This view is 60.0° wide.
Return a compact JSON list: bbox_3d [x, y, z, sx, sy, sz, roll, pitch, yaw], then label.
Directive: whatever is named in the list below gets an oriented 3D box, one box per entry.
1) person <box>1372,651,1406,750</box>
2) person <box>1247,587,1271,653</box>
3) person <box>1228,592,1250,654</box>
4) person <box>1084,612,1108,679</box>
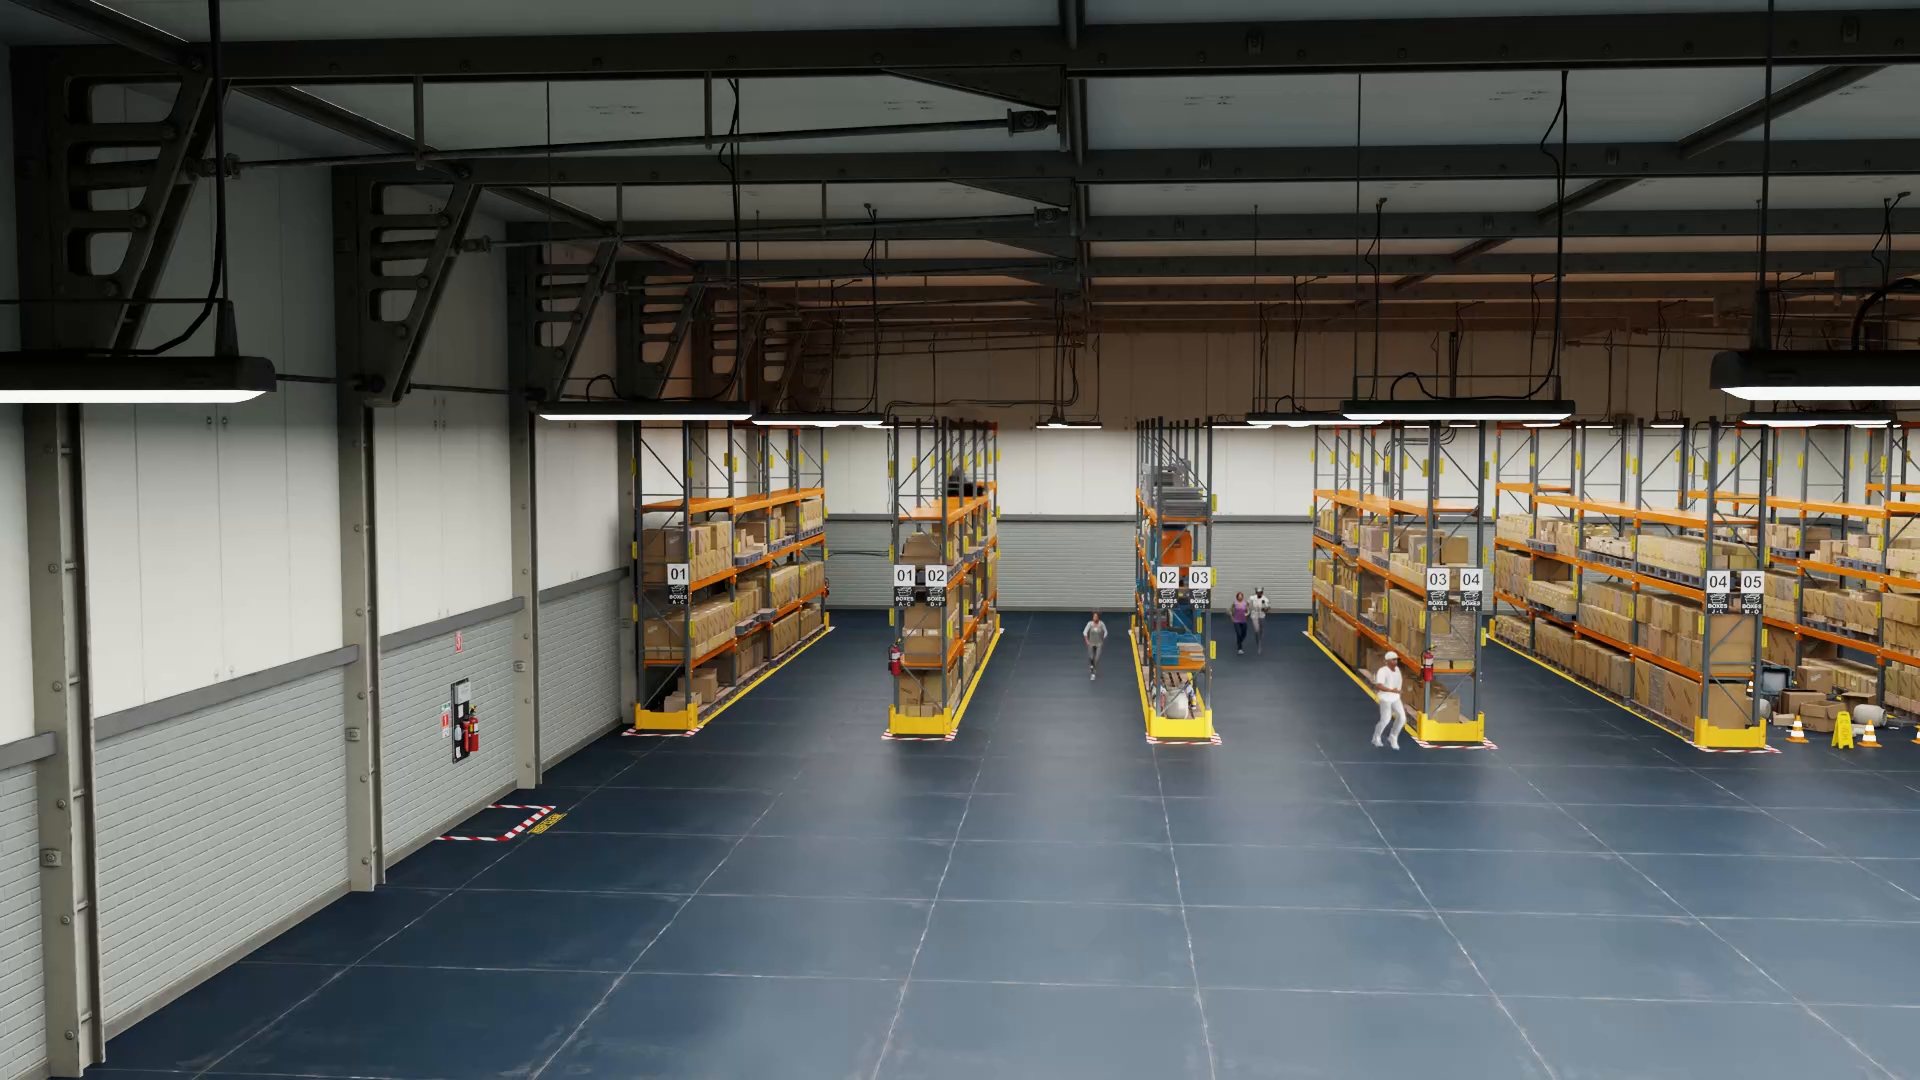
[{"bbox_3d":[7.771,2.905,29.956,0.725,1.811,0.718,-2,4,-33],"label":"person"},{"bbox_3d":[7.786,2.060,43.384,0.600,1.730,0.906,0,4,5],"label":"person"},{"bbox_3d":[7.229,2.130,43.034,0.547,1.562,0.755,0,4,-2],"label":"person"},{"bbox_3d":[3.139,2.442,38.504,0.552,1.558,0.531,0,4,5],"label":"person"}]
